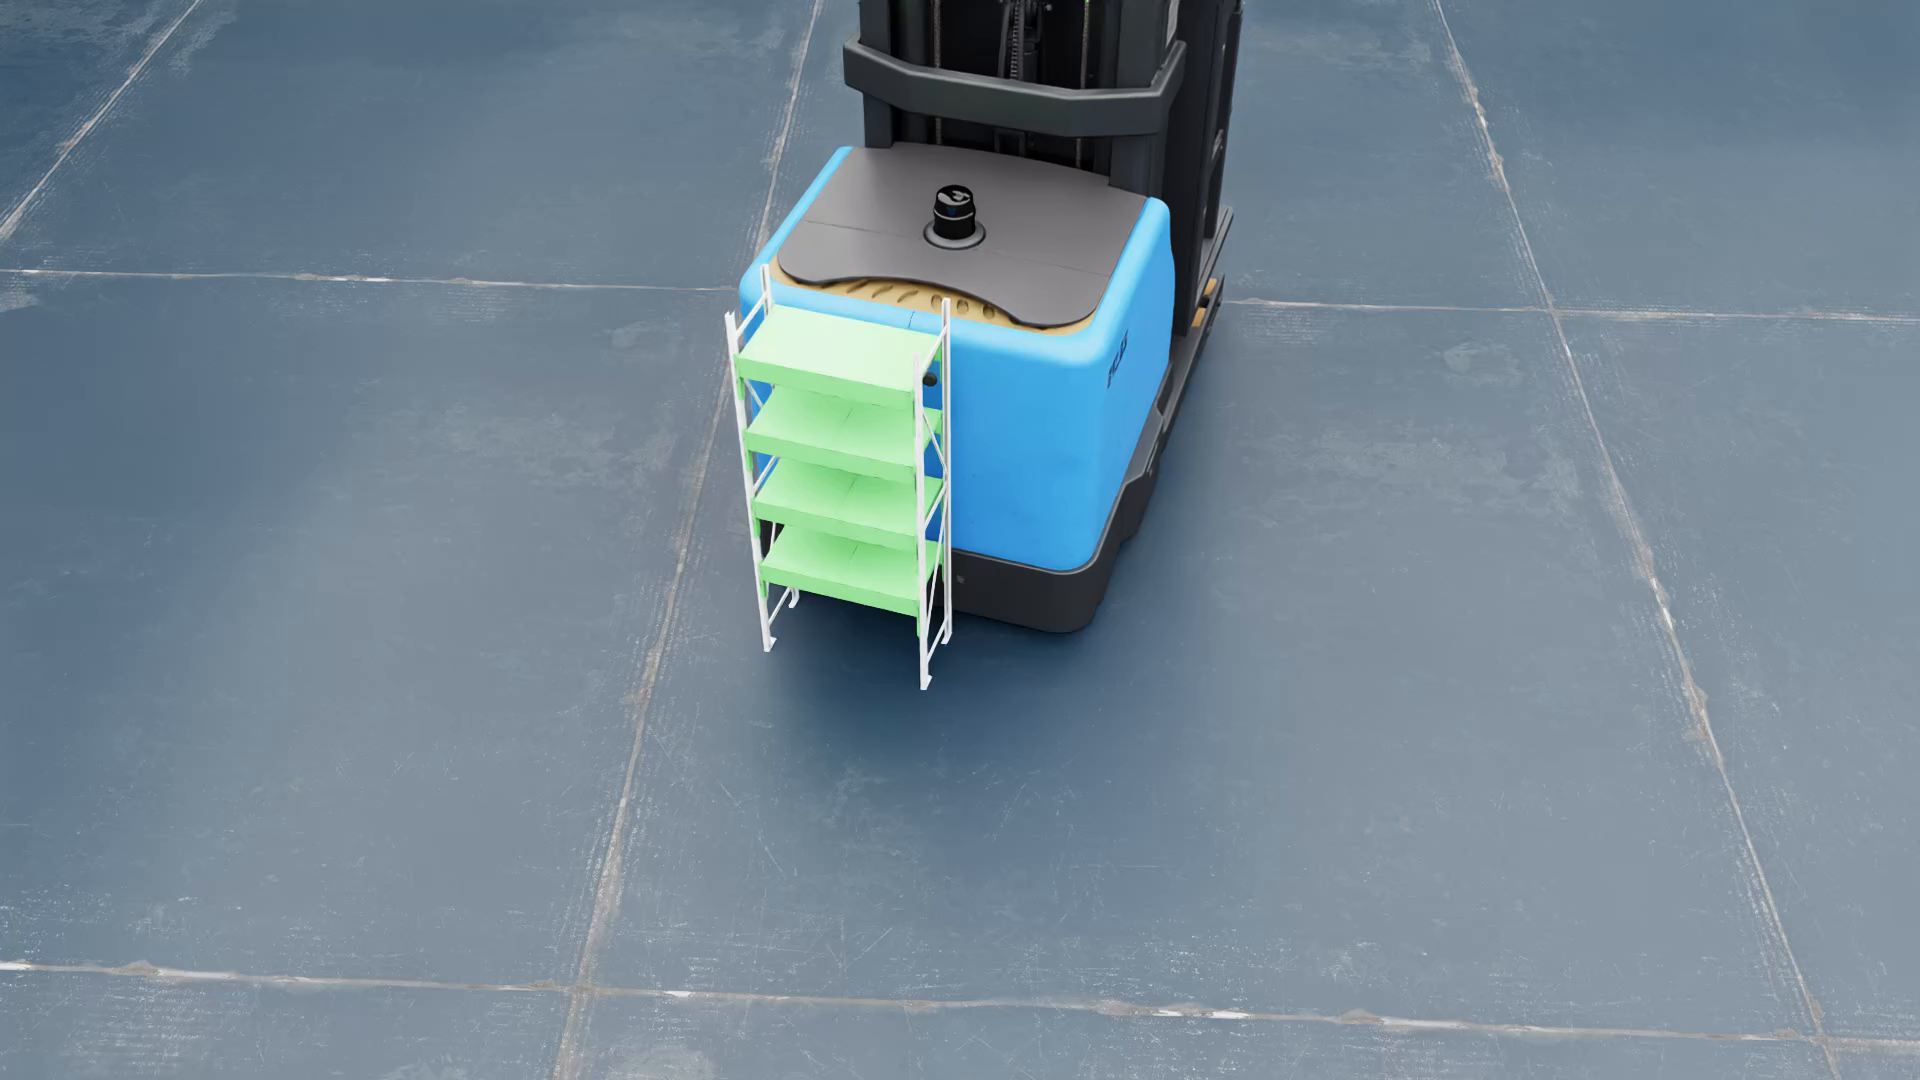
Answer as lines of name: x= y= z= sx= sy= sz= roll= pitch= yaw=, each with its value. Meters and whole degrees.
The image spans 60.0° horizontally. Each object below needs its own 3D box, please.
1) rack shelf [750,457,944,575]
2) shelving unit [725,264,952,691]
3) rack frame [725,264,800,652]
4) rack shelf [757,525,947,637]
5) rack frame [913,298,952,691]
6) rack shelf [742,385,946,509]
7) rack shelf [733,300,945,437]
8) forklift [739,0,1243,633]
rack shelf: x=-0.301 y=-0.089 z=4.559 sx=0.480 sy=0.148 sz=0.258 roll=13 pitch=44 yaw=13
shelving unit: x=-0.301 y=-0.136 z=4.516 sx=0.503 sy=1.200 sz=0.258 roll=13 pitch=44 yaw=13
rack frame: x=-0.533 y=-0.188 z=4.571 sx=0.015 sy=1.200 sz=0.240 roll=13 pitch=44 yaw=13
rack shelf: x=-0.301 y=0.086 z=4.723 sx=0.480 sy=0.148 sz=0.258 roll=13 pitch=44 yaw=13
rack frame: x=-0.069 y=-0.084 z=4.460 sx=0.015 sy=1.200 sz=0.240 roll=13 pitch=44 yaw=13
rack shelf: x=-0.301 y=-0.265 z=4.396 sx=0.480 sy=0.148 sz=0.258 roll=13 pitch=44 yaw=13
rack shelf: x=-0.301 y=-0.440 z=4.232 sx=0.480 sy=0.148 sz=0.258 roll=13 pitch=44 yaw=13
forklift: x=0.332 y=-1.821 z=5.055 sx=1.130 sy=2.935 sz=3.031 roll=13 pitch=44 yaw=13
